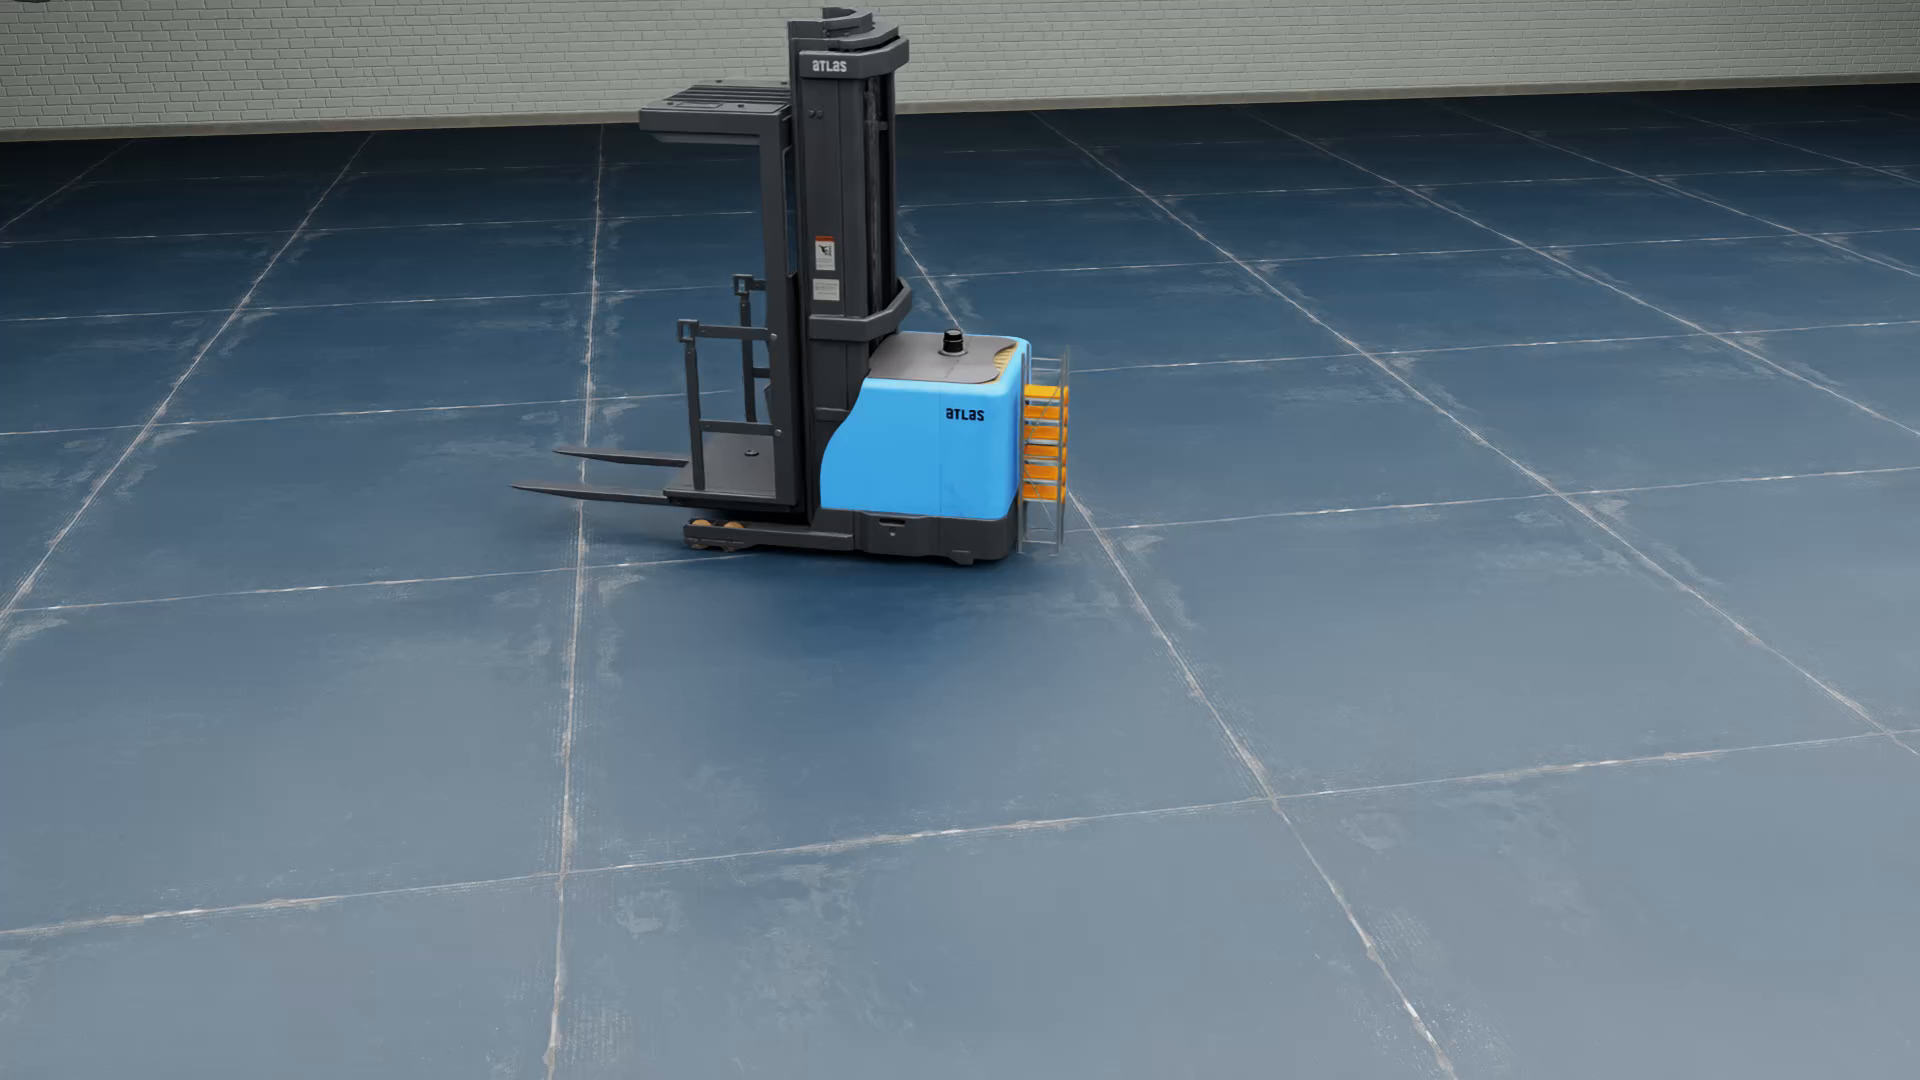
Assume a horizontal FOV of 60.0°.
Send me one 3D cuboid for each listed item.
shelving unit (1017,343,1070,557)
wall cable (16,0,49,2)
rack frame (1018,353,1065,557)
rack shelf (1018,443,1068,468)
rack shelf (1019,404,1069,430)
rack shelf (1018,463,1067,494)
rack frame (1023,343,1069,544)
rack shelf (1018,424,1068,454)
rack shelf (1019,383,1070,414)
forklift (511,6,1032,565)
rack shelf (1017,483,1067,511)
[{"bbox_3d":[0.470,-0.500,9.396,0.258,1.200,0.189,4,24,10],"label":"shelving unit"},{"bbox_3d":[-12.773,-7.829,20.312,3.097,2.526,0.112,-4,24,-10],"label":"wall cable"},{"bbox_3d":[0.453,-0.464,9.313,0.240,1.200,0.006,4,24,10],"label":"rack frame"},{"bbox_3d":[0.470,-0.459,9.414,0.258,0.103,0.180,4,24,10],"label":"rack shelf"},{"bbox_3d":[0.470,-0.679,9.318,0.258,0.103,0.180,4,24,10],"label":"rack shelf"},{"bbox_3d":[0.470,-0.350,9.462,0.258,0.103,0.180,4,24,10],"label":"rack shelf"},{"bbox_3d":[0.487,-0.536,9.478,0.240,1.200,0.006,4,24,10],"label":"rack frame"},{"bbox_3d":[0.470,-0.569,9.366,0.258,0.103,0.180,4,24,10],"label":"rack shelf"},{"bbox_3d":[0.470,-0.789,9.269,0.258,0.103,0.180,4,24,10],"label":"rack shelf"},{"bbox_3d":[-1.135,-1.478,9.472,3.031,2.935,1.130,4,24,10],"label":"forklift"},{"bbox_3d":[0.470,-0.240,9.510,0.258,0.103,0.180,4,24,10],"label":"rack shelf"}]
